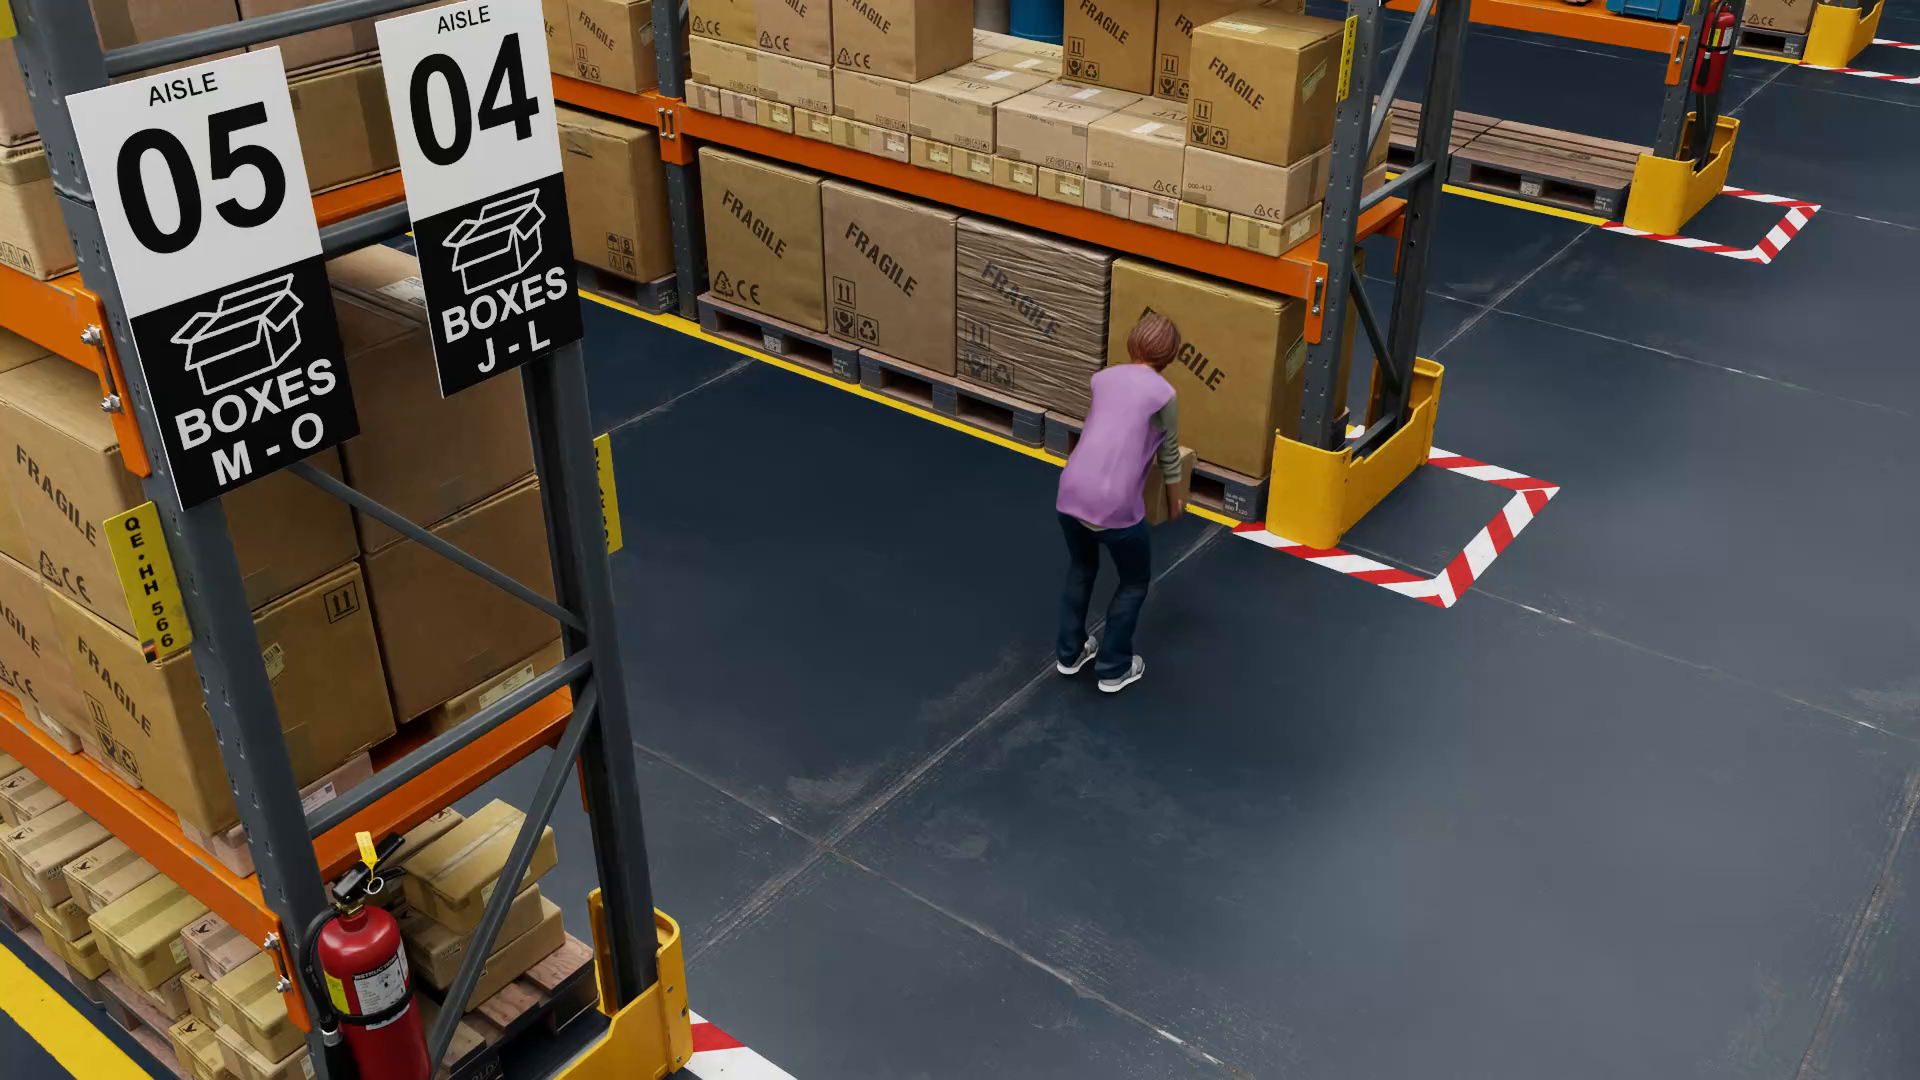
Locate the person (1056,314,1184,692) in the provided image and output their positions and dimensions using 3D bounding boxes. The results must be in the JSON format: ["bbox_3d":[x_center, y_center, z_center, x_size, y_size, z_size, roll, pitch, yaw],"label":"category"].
[{"bbox_3d":[0.634,-0.126,6.503,0.380,1.444,0.646,21,37,30],"label":"person"}]
